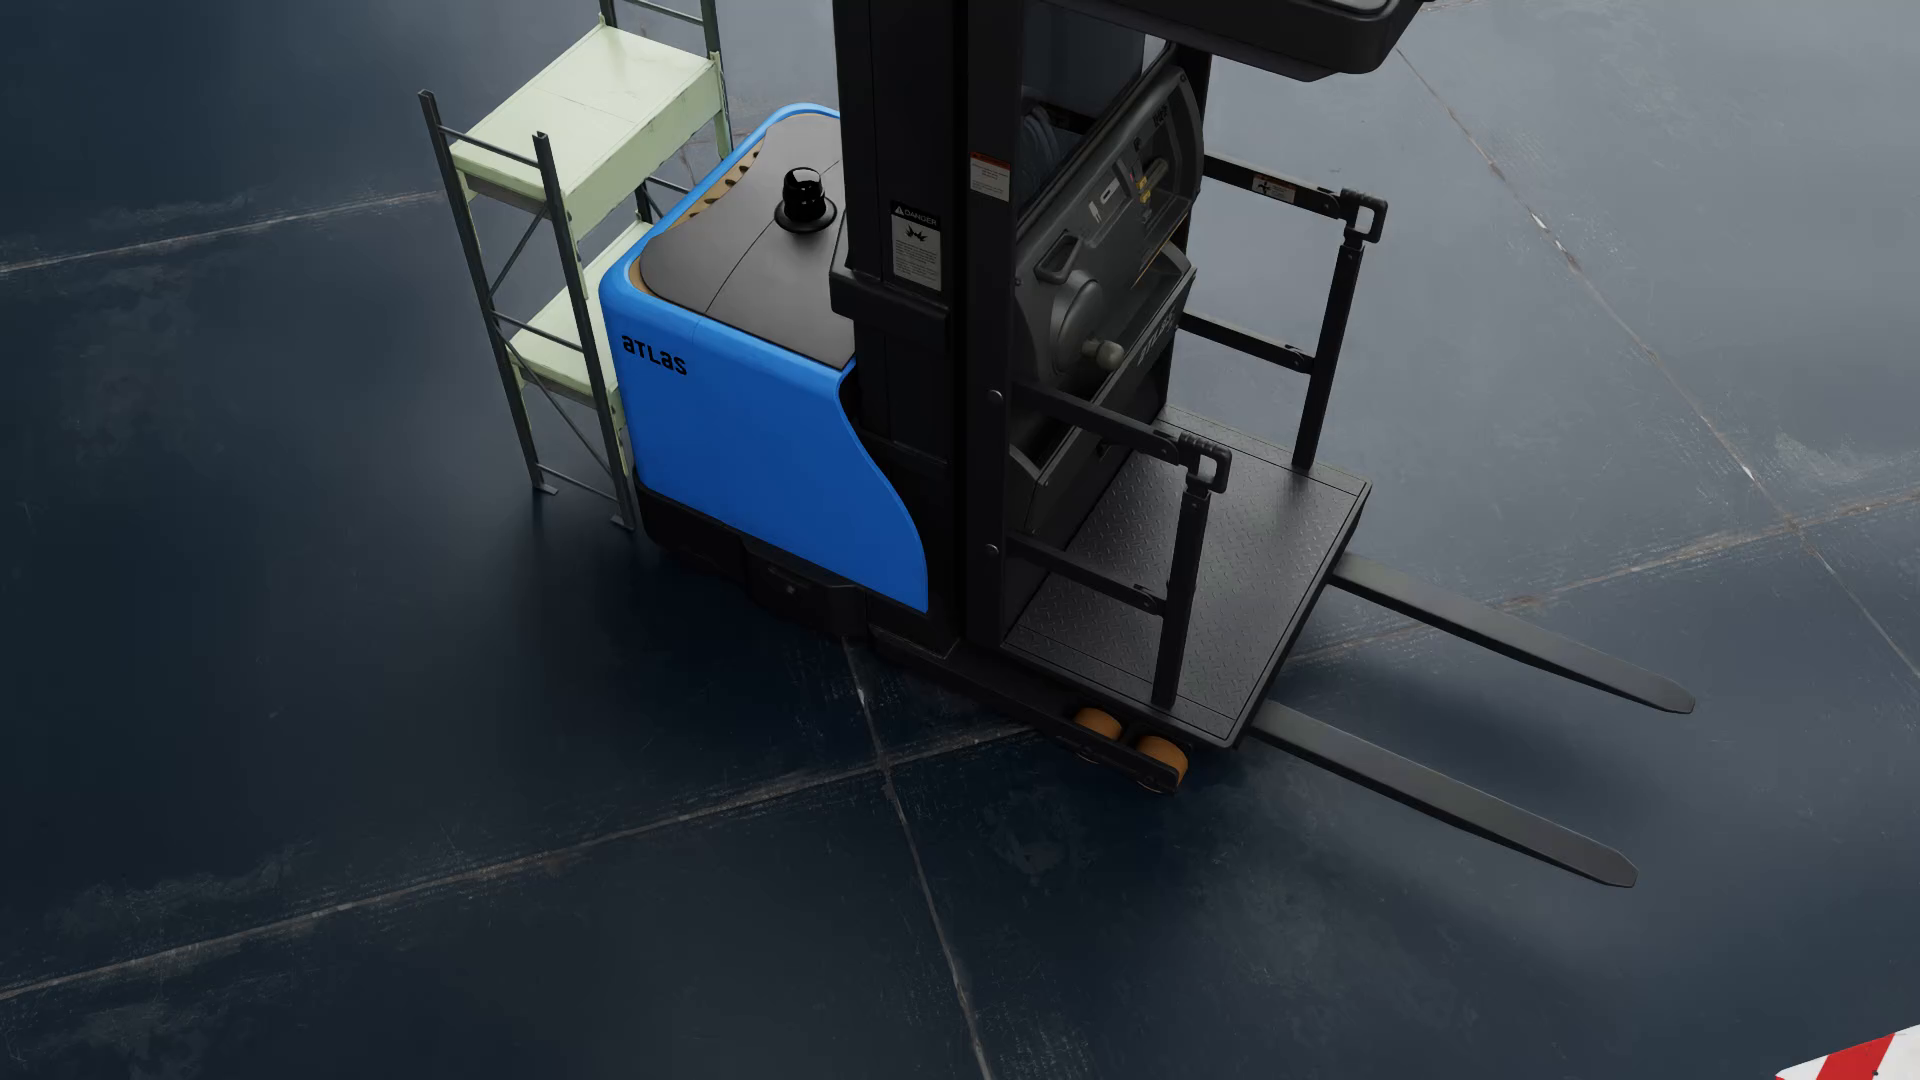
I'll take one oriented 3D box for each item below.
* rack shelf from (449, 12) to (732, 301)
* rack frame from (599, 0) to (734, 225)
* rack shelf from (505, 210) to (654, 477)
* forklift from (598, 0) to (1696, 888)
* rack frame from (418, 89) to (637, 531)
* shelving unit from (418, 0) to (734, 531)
[{"bbox_3d":[-1.030,-1.090,4.677,0.431,0.370,0.720,23,54,18],"label":"rack shelf"},{"bbox_3d":[-0.855,-1.084,5.182,0.400,1.500,0.023,23,54,18],"label":"rack frame"},{"bbox_3d":[-1.030,-0.628,5.225,0.431,0.370,0.720,23,54,18],"label":"rack shelf"},{"bbox_3d":[0.549,-0.709,3.930,3.031,2.935,1.130,23,54,18],"label":"forklift"},{"bbox_3d":[-1.206,-0.593,4.769,0.400,1.500,0.023,23,54,18],"label":"rack frame"},{"bbox_3d":[-1.030,-0.838,4.976,0.431,1.500,0.755,23,54,18],"label":"shelving unit"}]
